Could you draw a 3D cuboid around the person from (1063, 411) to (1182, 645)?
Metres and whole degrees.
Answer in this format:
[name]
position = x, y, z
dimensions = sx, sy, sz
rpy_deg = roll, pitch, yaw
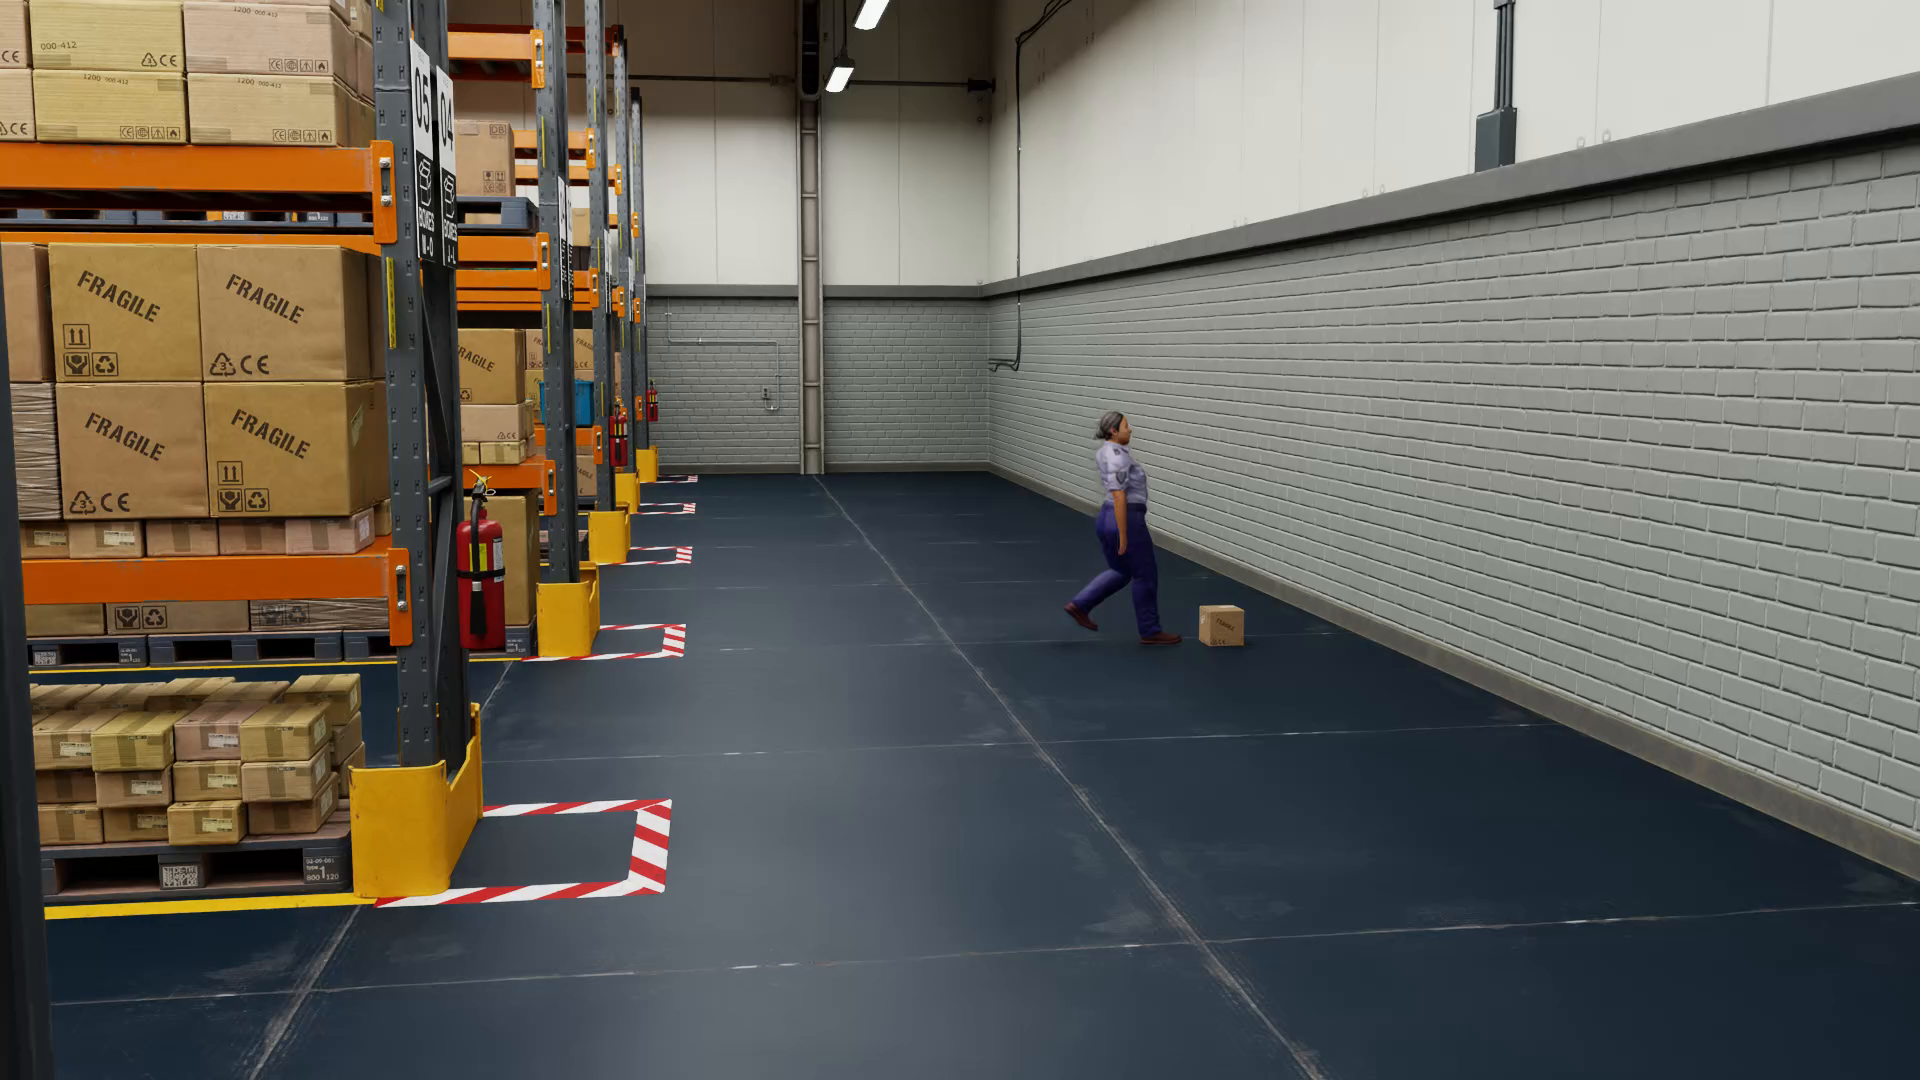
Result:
[person]
position = 1.156, -0.087, 11.579
dimensions = 0.756, 1.615, 0.483
rpy_deg = -2, 7, -14
